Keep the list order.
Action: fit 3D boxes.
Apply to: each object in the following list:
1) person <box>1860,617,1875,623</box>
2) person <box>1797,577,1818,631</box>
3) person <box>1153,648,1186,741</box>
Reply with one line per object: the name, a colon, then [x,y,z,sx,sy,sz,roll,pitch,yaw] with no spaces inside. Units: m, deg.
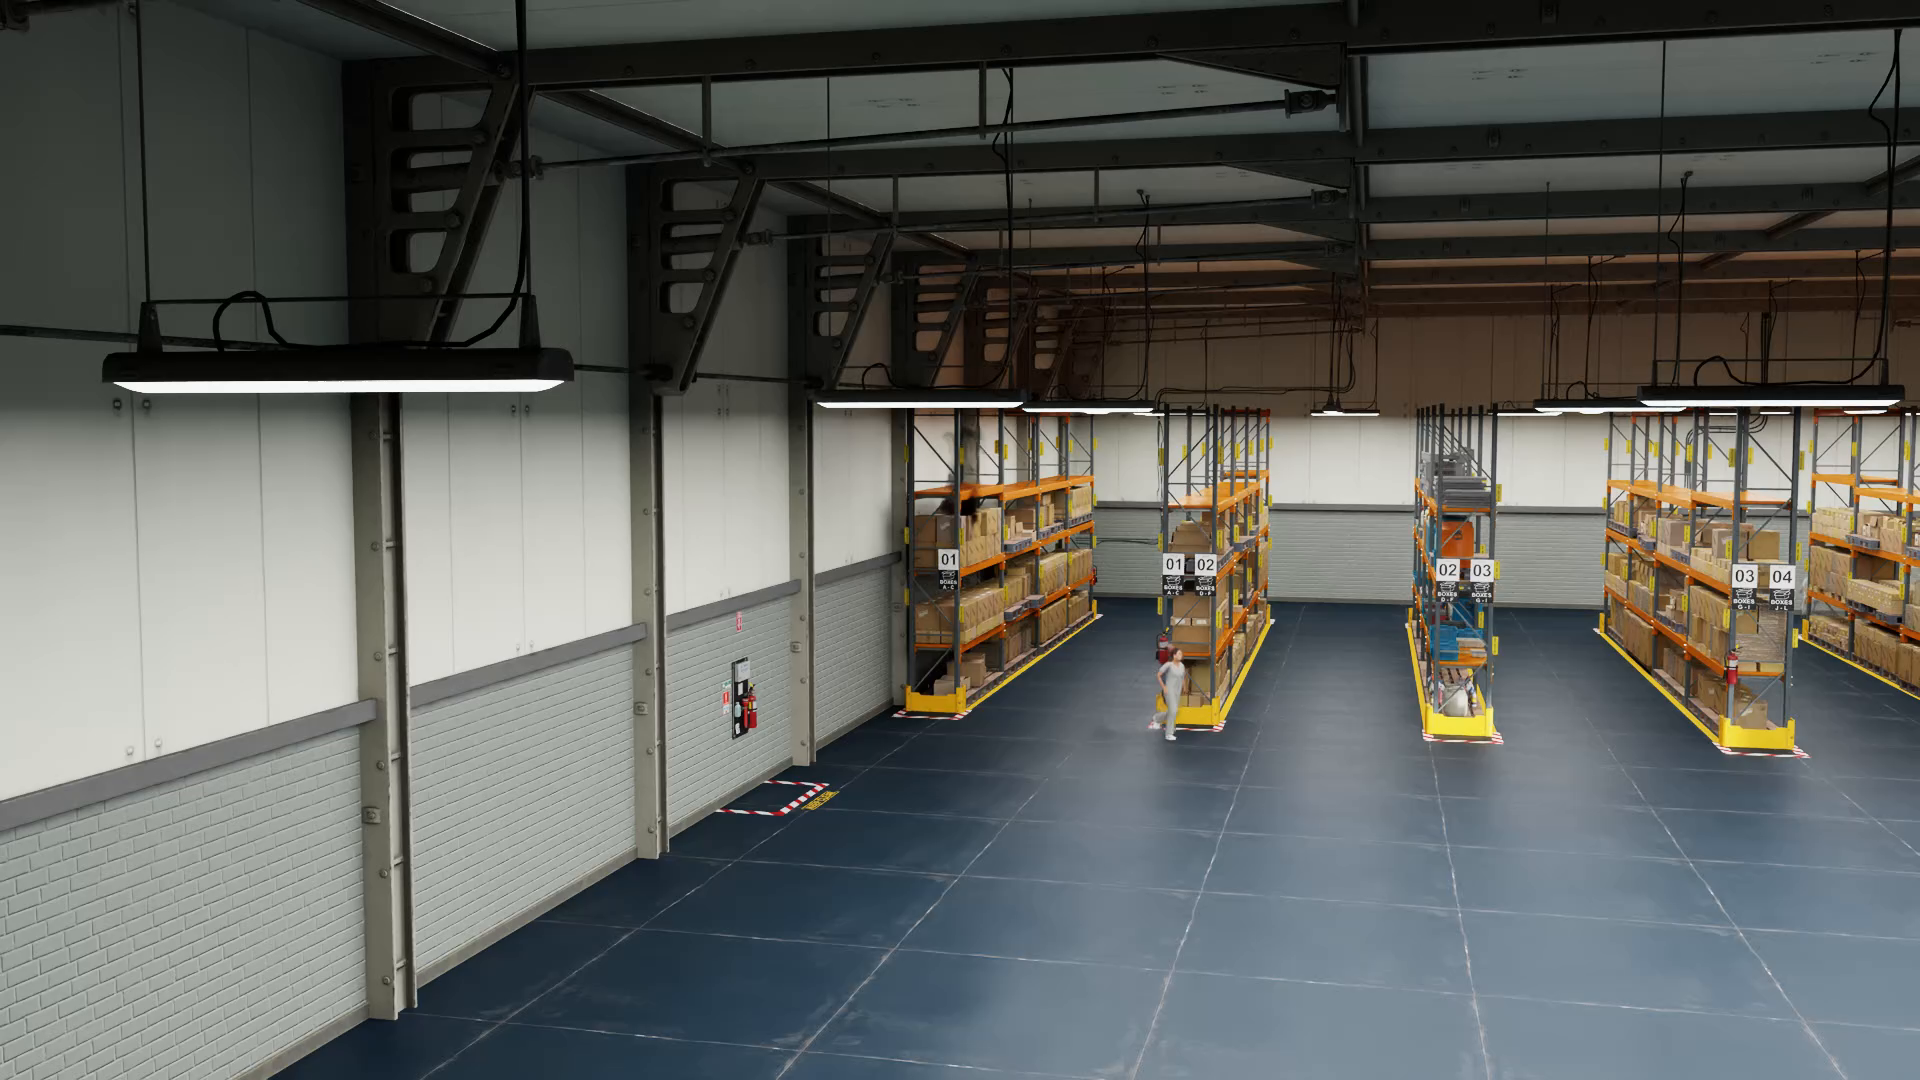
person: [23.935,1.757,43.735,0.626,1.629,0.519,-1,4,-11]
person: [22.911,1.595,44.698,0.751,1.749,0.684,-1,4,-19]
person: [3.808,2.739,29.958,0.605,1.621,0.757,-3,5,-35]
